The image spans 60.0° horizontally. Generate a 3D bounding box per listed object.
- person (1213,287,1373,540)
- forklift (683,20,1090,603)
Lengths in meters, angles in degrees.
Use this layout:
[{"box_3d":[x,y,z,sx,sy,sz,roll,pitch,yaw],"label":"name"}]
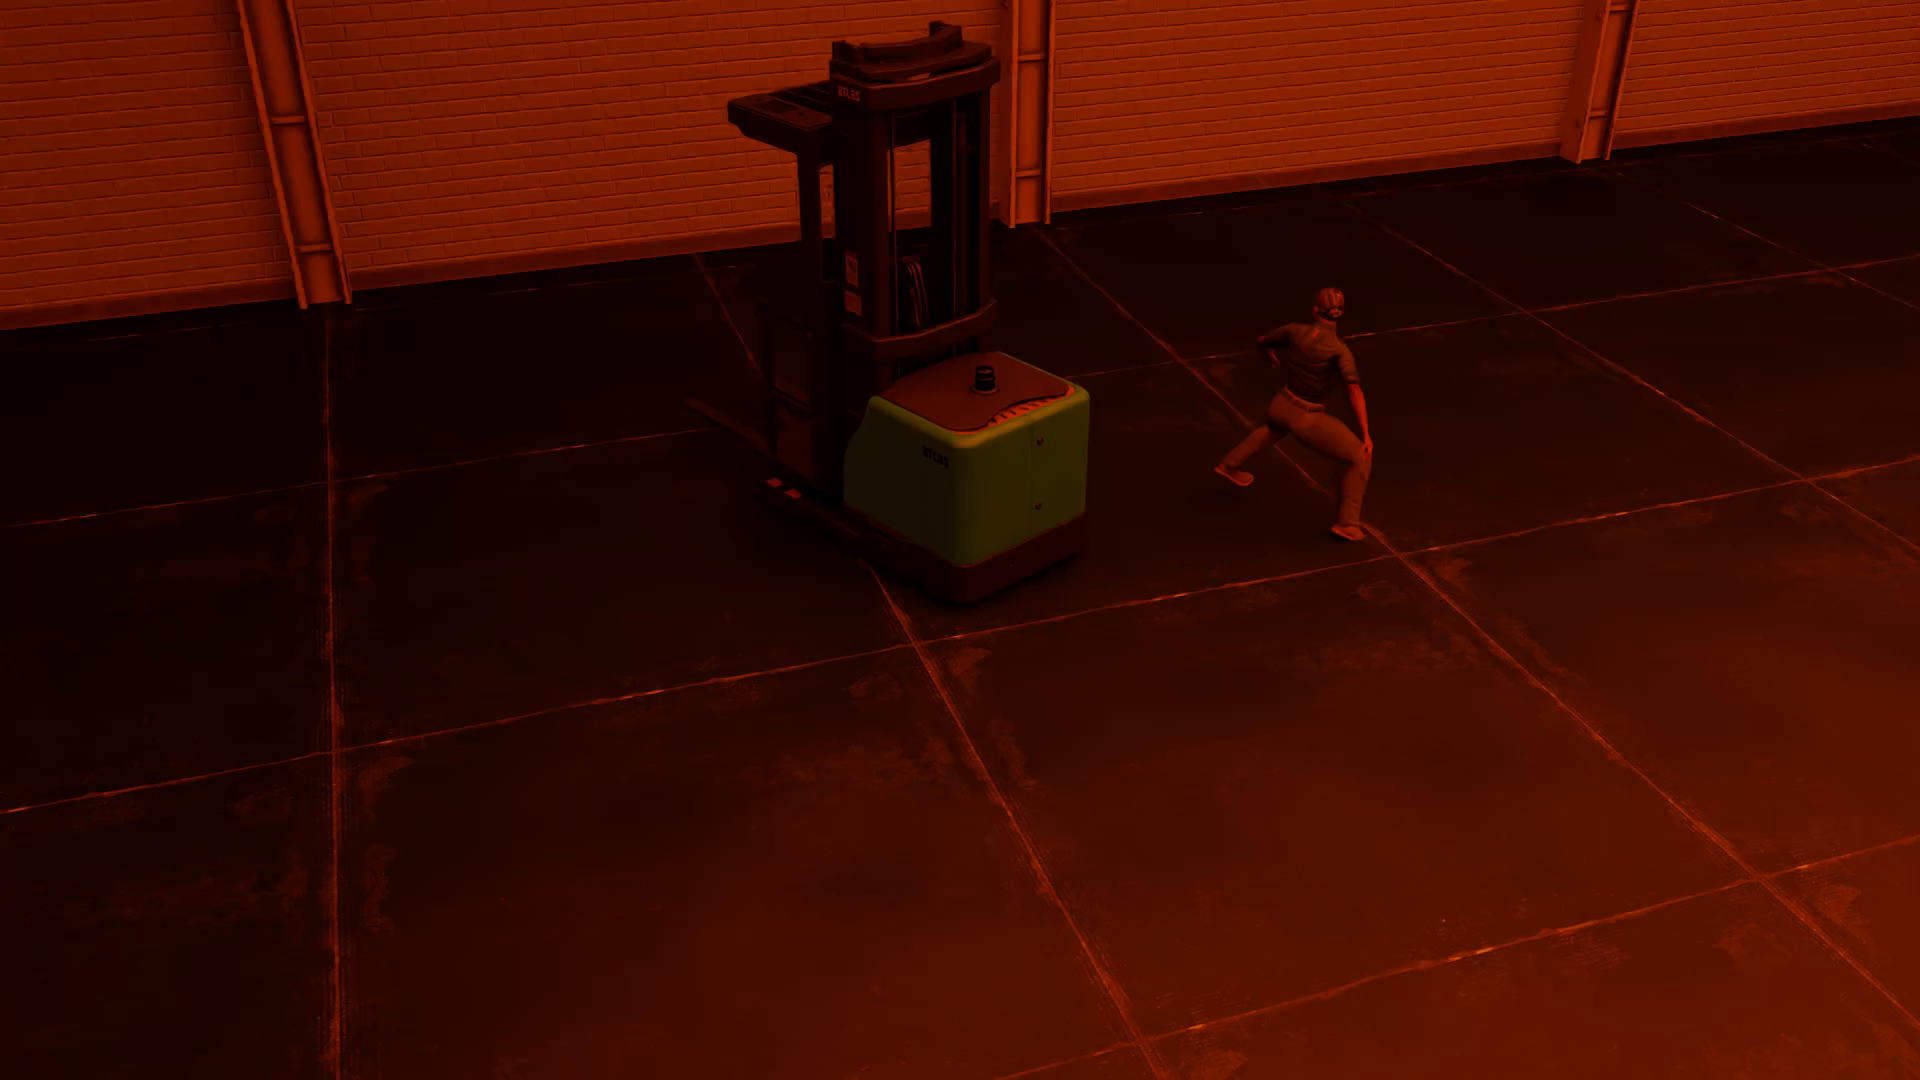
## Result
[{"box_3d":[2.096,-0.736,9.881,0.500,1.565,1.109,-20,36,-31],"label":"person"},{"box_3d":[-0.610,-1.568,9.813,1.130,2.935,3.031,-24,38,-35],"label":"forklift"}]
